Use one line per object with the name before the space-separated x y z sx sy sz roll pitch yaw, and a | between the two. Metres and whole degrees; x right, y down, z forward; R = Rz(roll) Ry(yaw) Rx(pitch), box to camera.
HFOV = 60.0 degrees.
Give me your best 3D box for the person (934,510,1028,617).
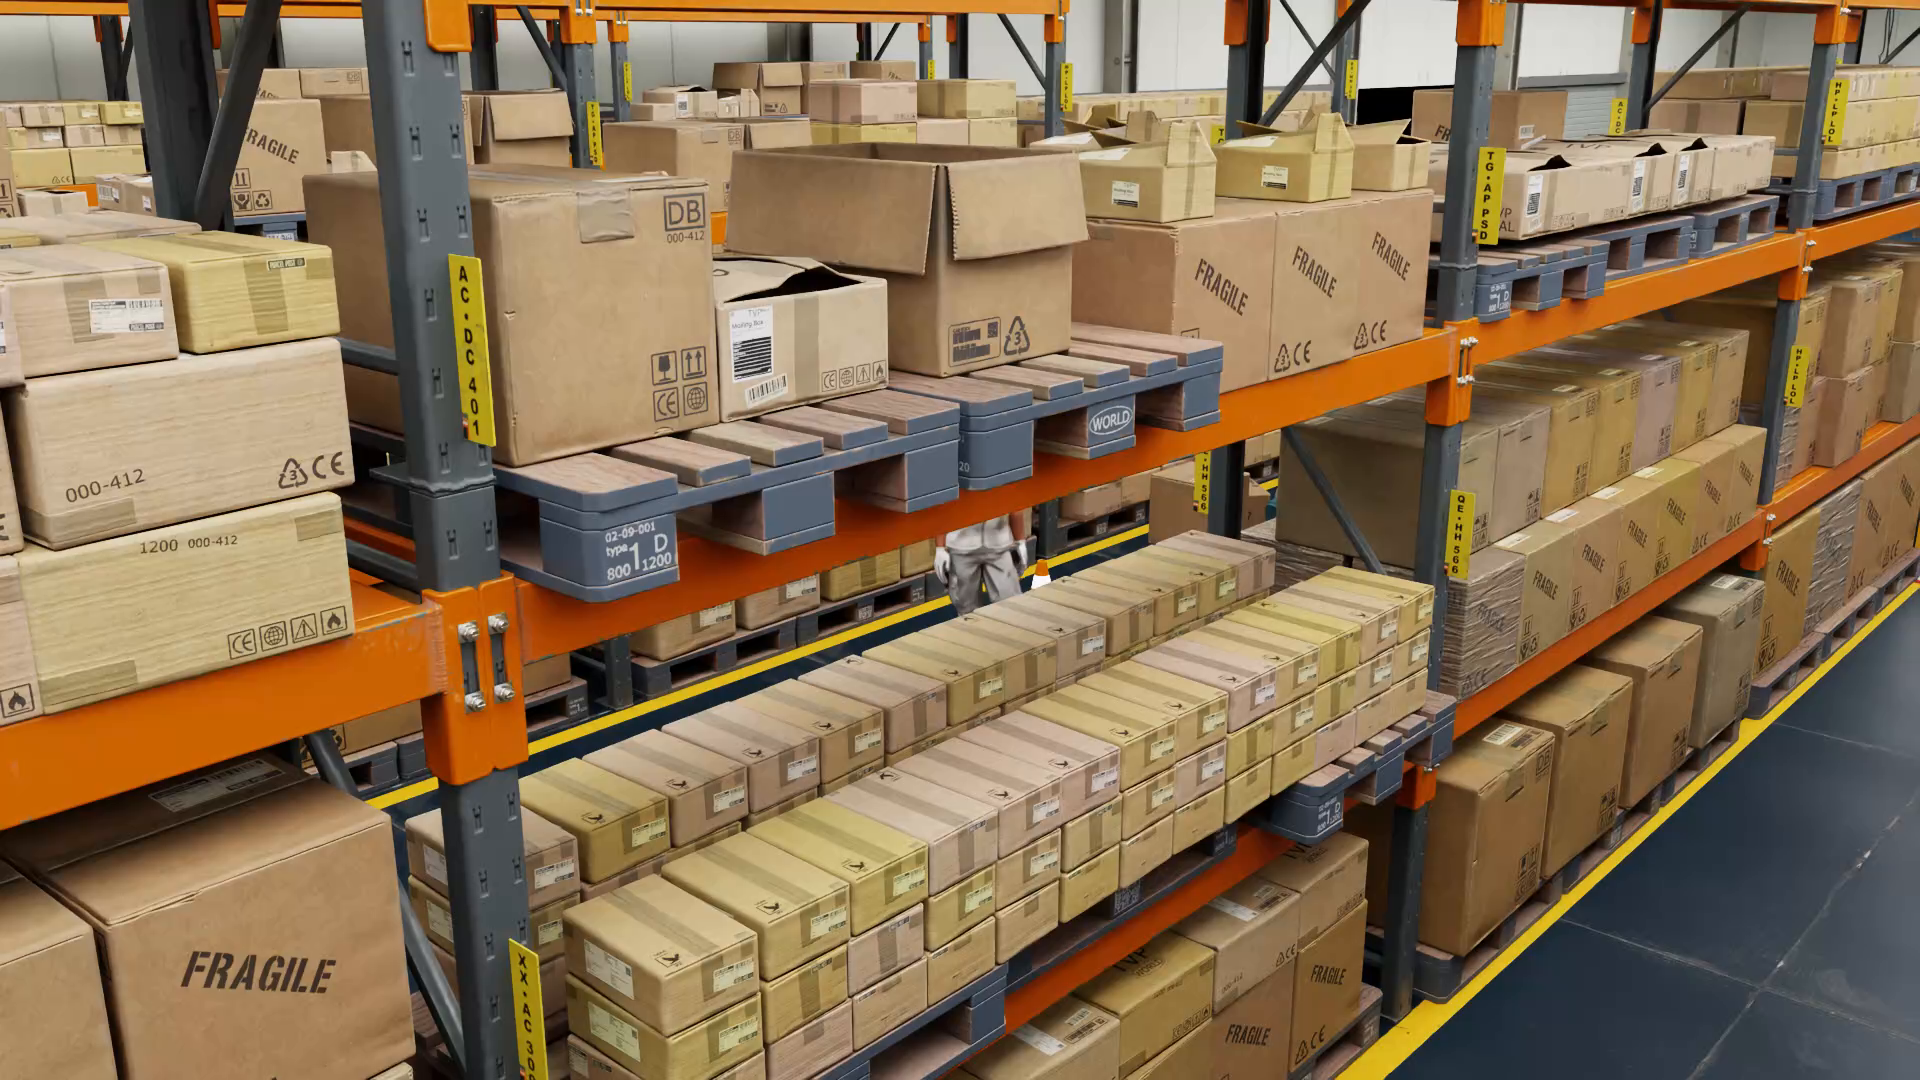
person | 0.124 0.082 9.738 0.567 1.816 0.399 -3 17 -10
